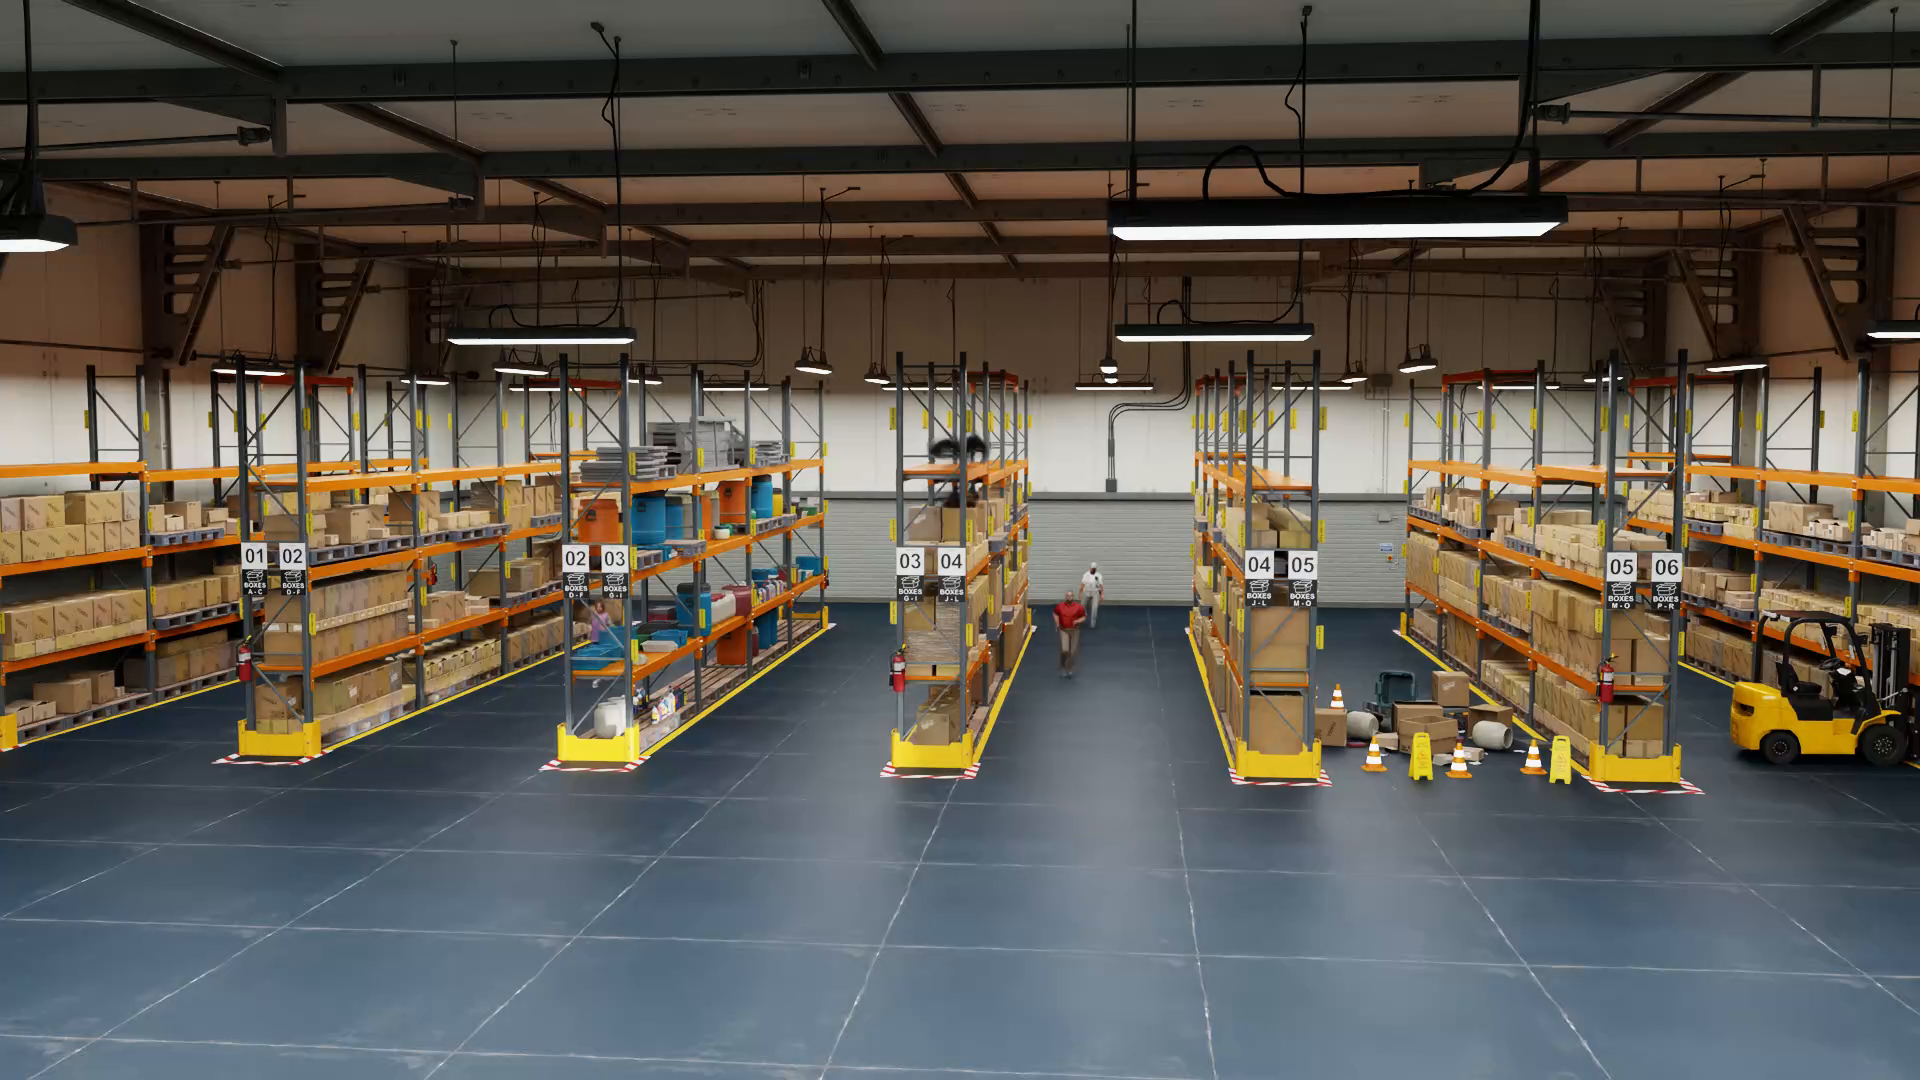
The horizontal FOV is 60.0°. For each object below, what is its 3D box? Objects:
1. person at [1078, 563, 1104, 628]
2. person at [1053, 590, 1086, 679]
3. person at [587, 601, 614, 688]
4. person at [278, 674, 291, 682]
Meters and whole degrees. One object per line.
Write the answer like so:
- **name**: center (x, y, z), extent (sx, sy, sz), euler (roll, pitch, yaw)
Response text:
- **person**: center (3.175, 1.330, 40.403), extent (0.707, 1.601, 0.665), euler (1, 4, 15)
- **person**: center (2.142, 1.844, 32.462), extent (0.635, 1.728, 0.688), euler (0, 4, 0)
- **person**: center (-6.815, 1.992, 31.496), extent (0.542, 1.495, 0.888), euler (0, 4, -2)
- **person**: center (-11.533, 2.206, 28.485), extent (0.694, 1.565, 0.843), euler (-1, 4, -12)
